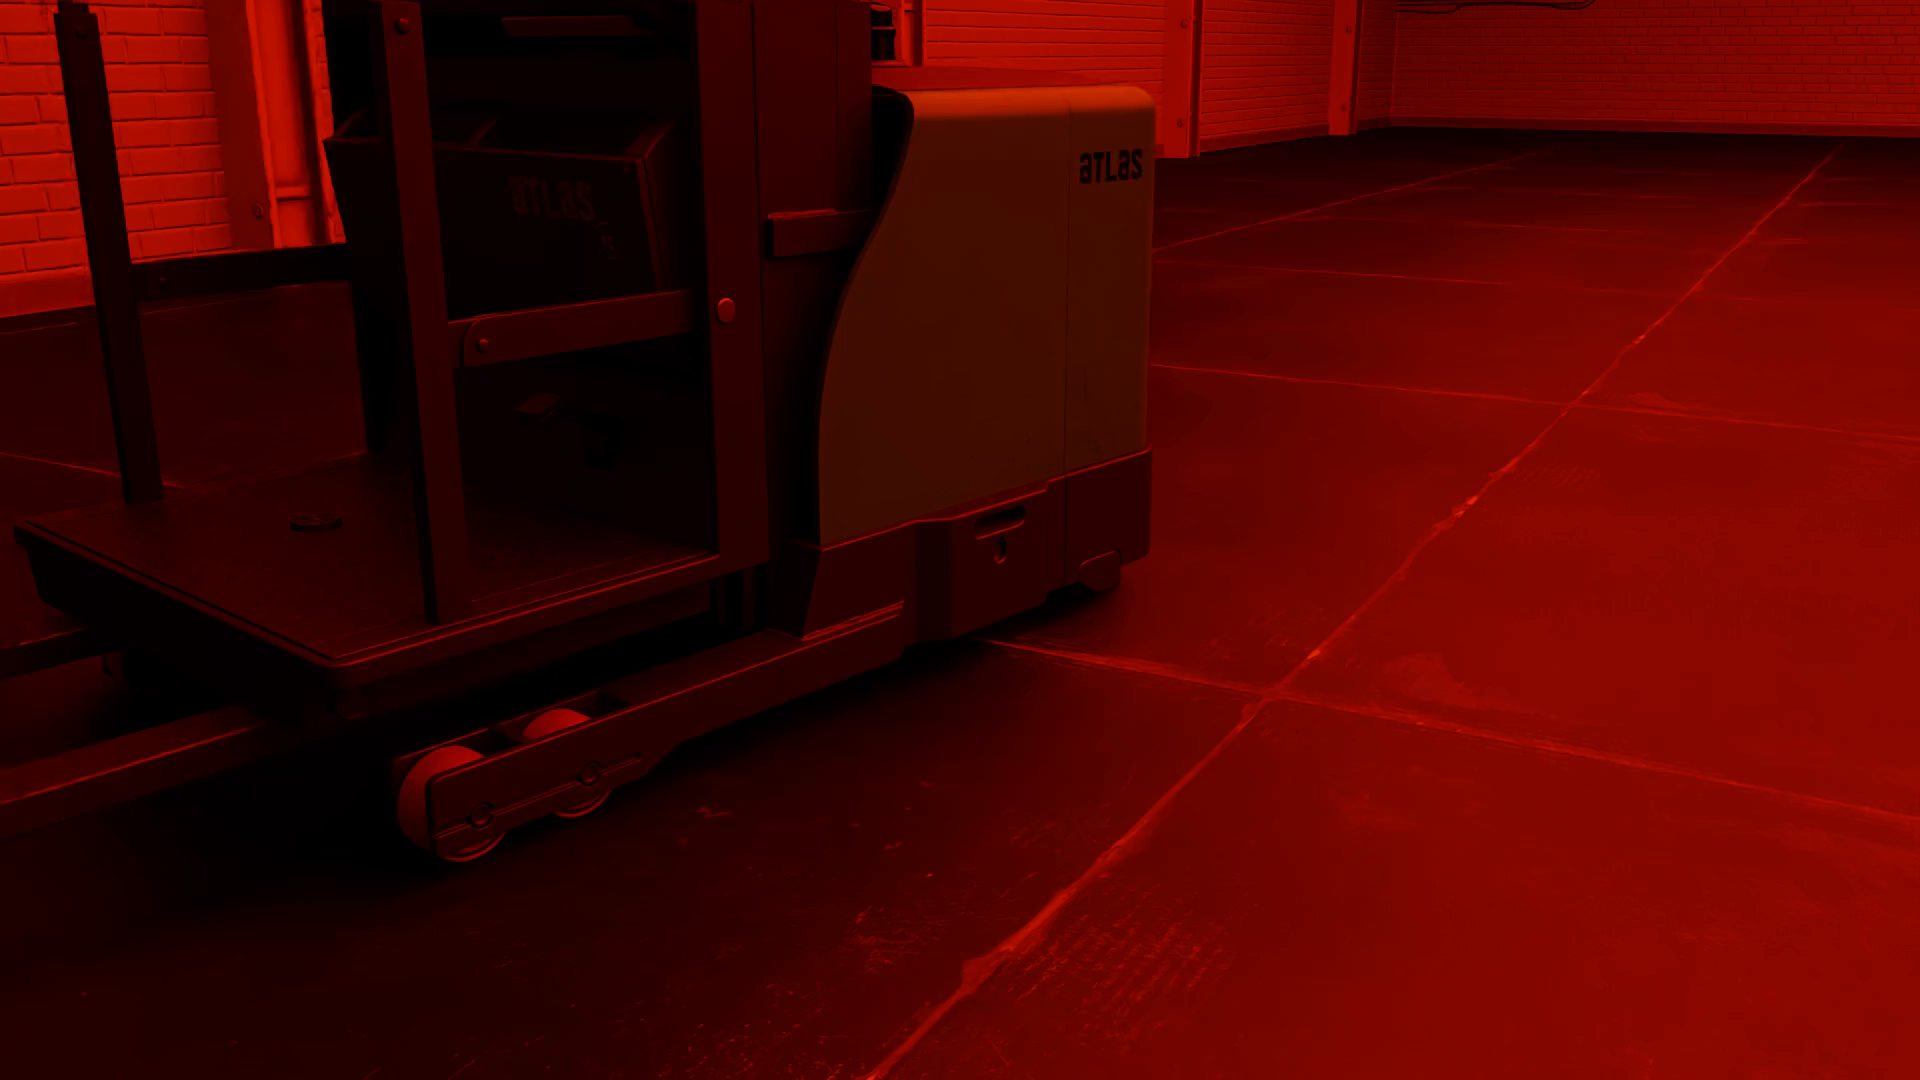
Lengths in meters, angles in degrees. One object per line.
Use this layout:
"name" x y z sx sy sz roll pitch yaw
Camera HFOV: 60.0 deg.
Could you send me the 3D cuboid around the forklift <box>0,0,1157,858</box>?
"forklift" -0.927 -1.095 2.570 1.130 2.935 3.031 14 21 39
